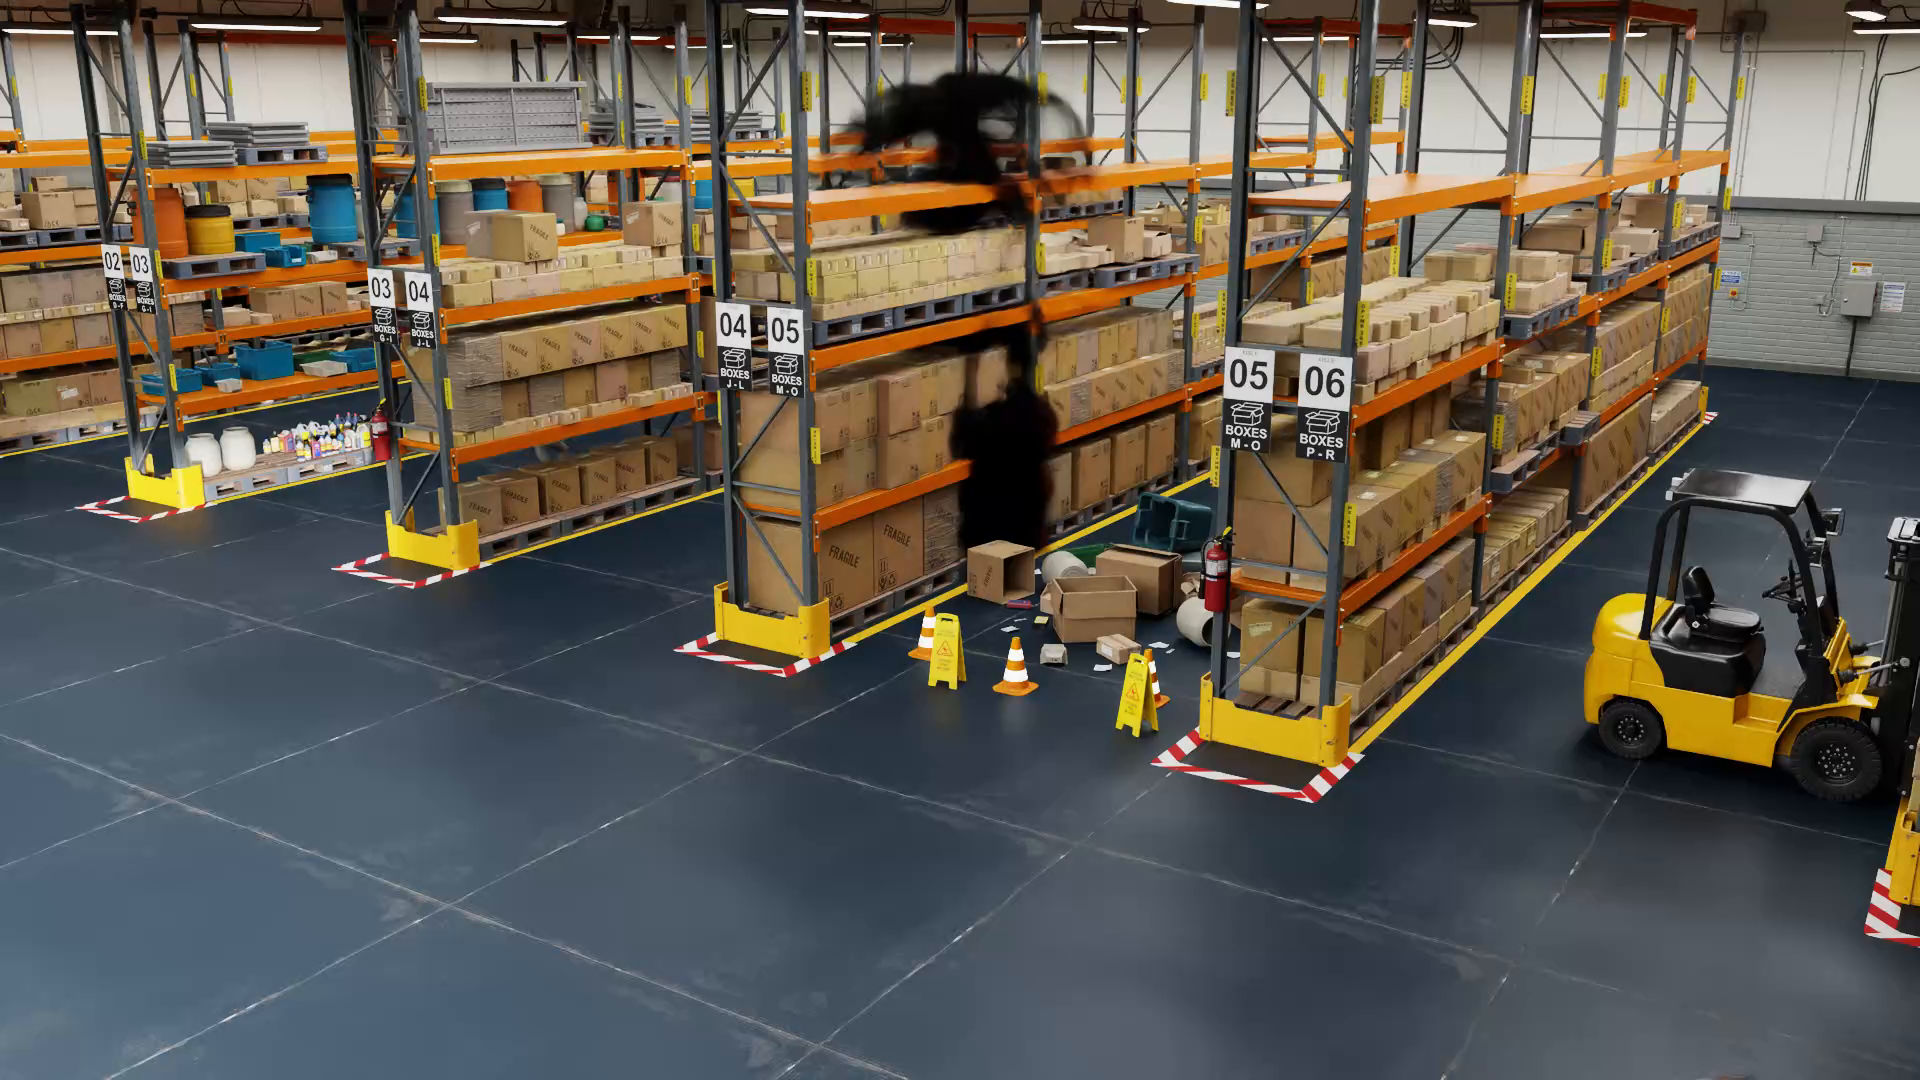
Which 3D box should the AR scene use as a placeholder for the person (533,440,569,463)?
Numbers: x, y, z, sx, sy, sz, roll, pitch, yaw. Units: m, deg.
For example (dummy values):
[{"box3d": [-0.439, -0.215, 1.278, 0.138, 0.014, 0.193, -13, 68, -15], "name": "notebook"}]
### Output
[{"box3d": [-5.562, -1.737, 22.258, 0.696, 1.718, 0.605, 6, 17, 21], "name": "person"}]
